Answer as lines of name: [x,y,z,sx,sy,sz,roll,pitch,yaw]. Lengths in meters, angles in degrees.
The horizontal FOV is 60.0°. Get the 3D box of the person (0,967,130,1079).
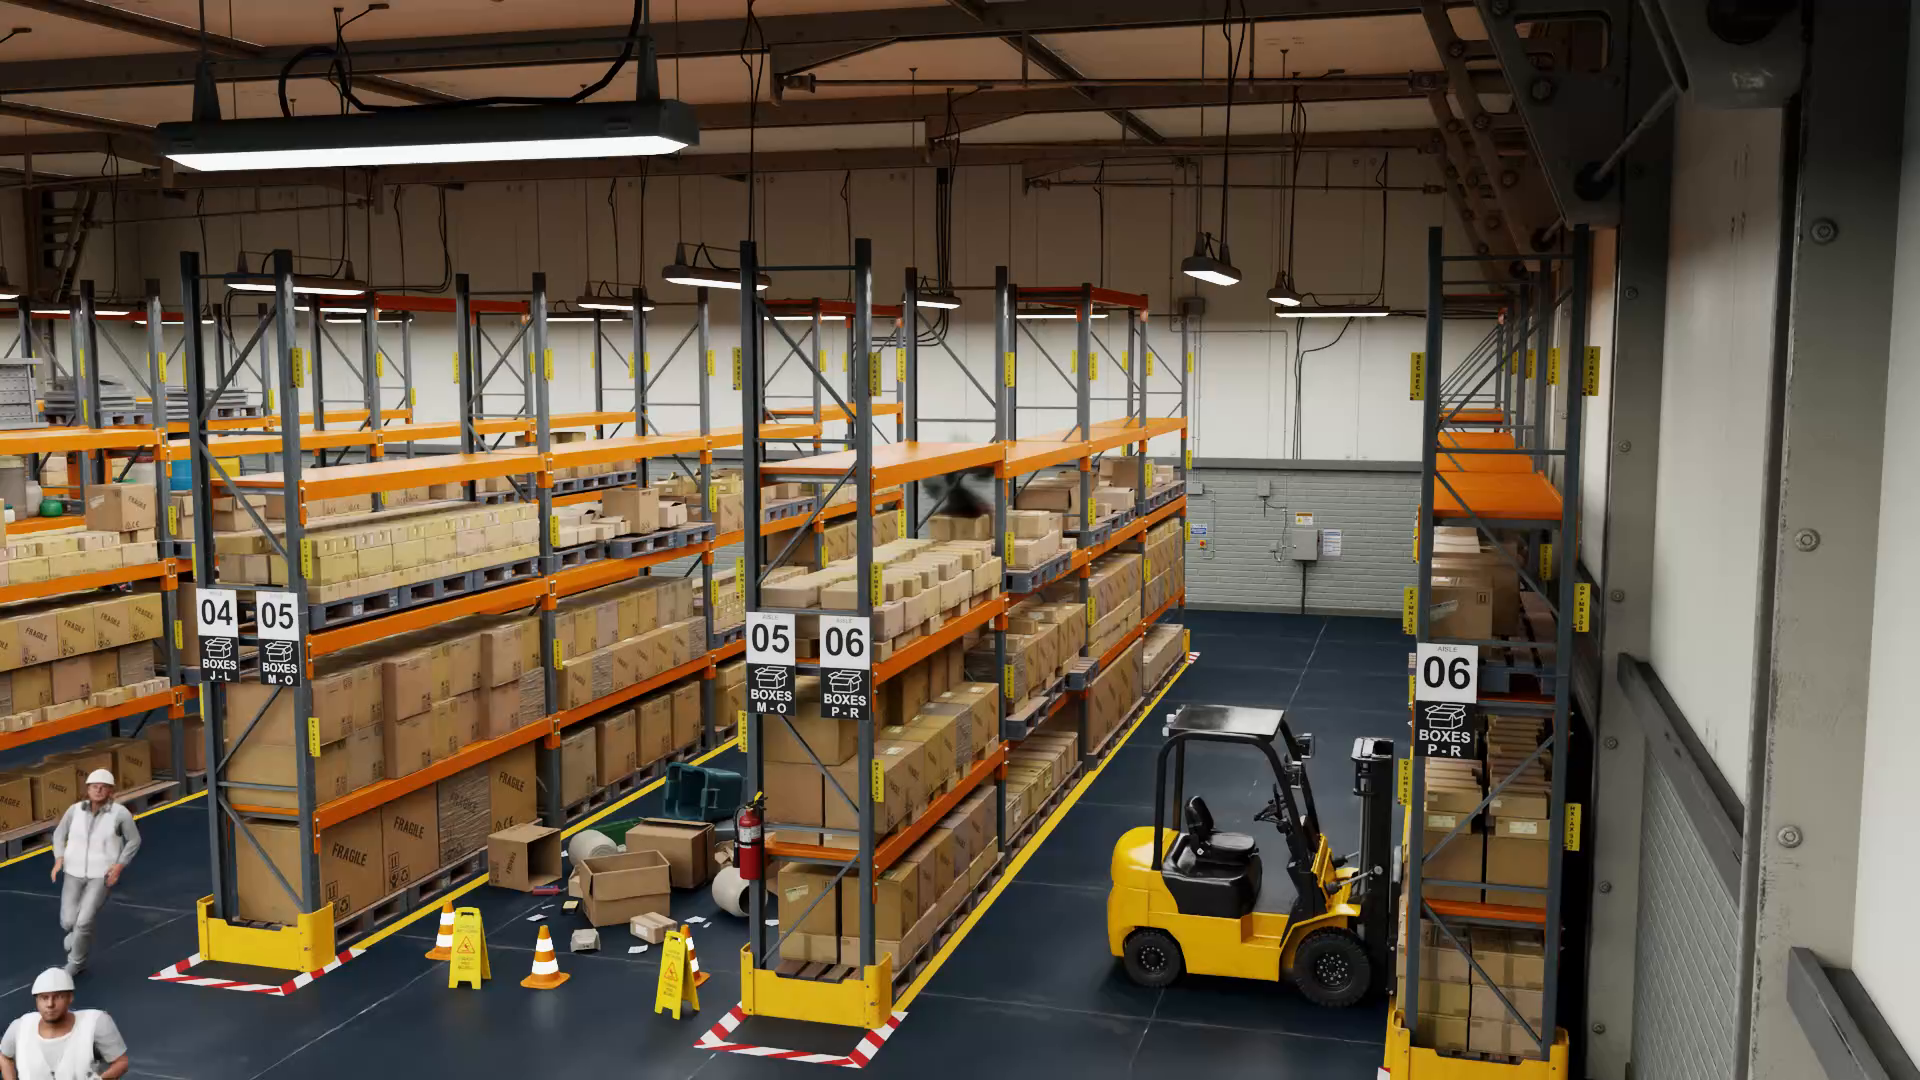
person: [-4.952,3.257,9.219,0.663,1.839,0.756,-3,7,-23]

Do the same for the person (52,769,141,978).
person: [-7.249,2.766,13.962,0.690,1.700,0.555,-1,7,-12]
